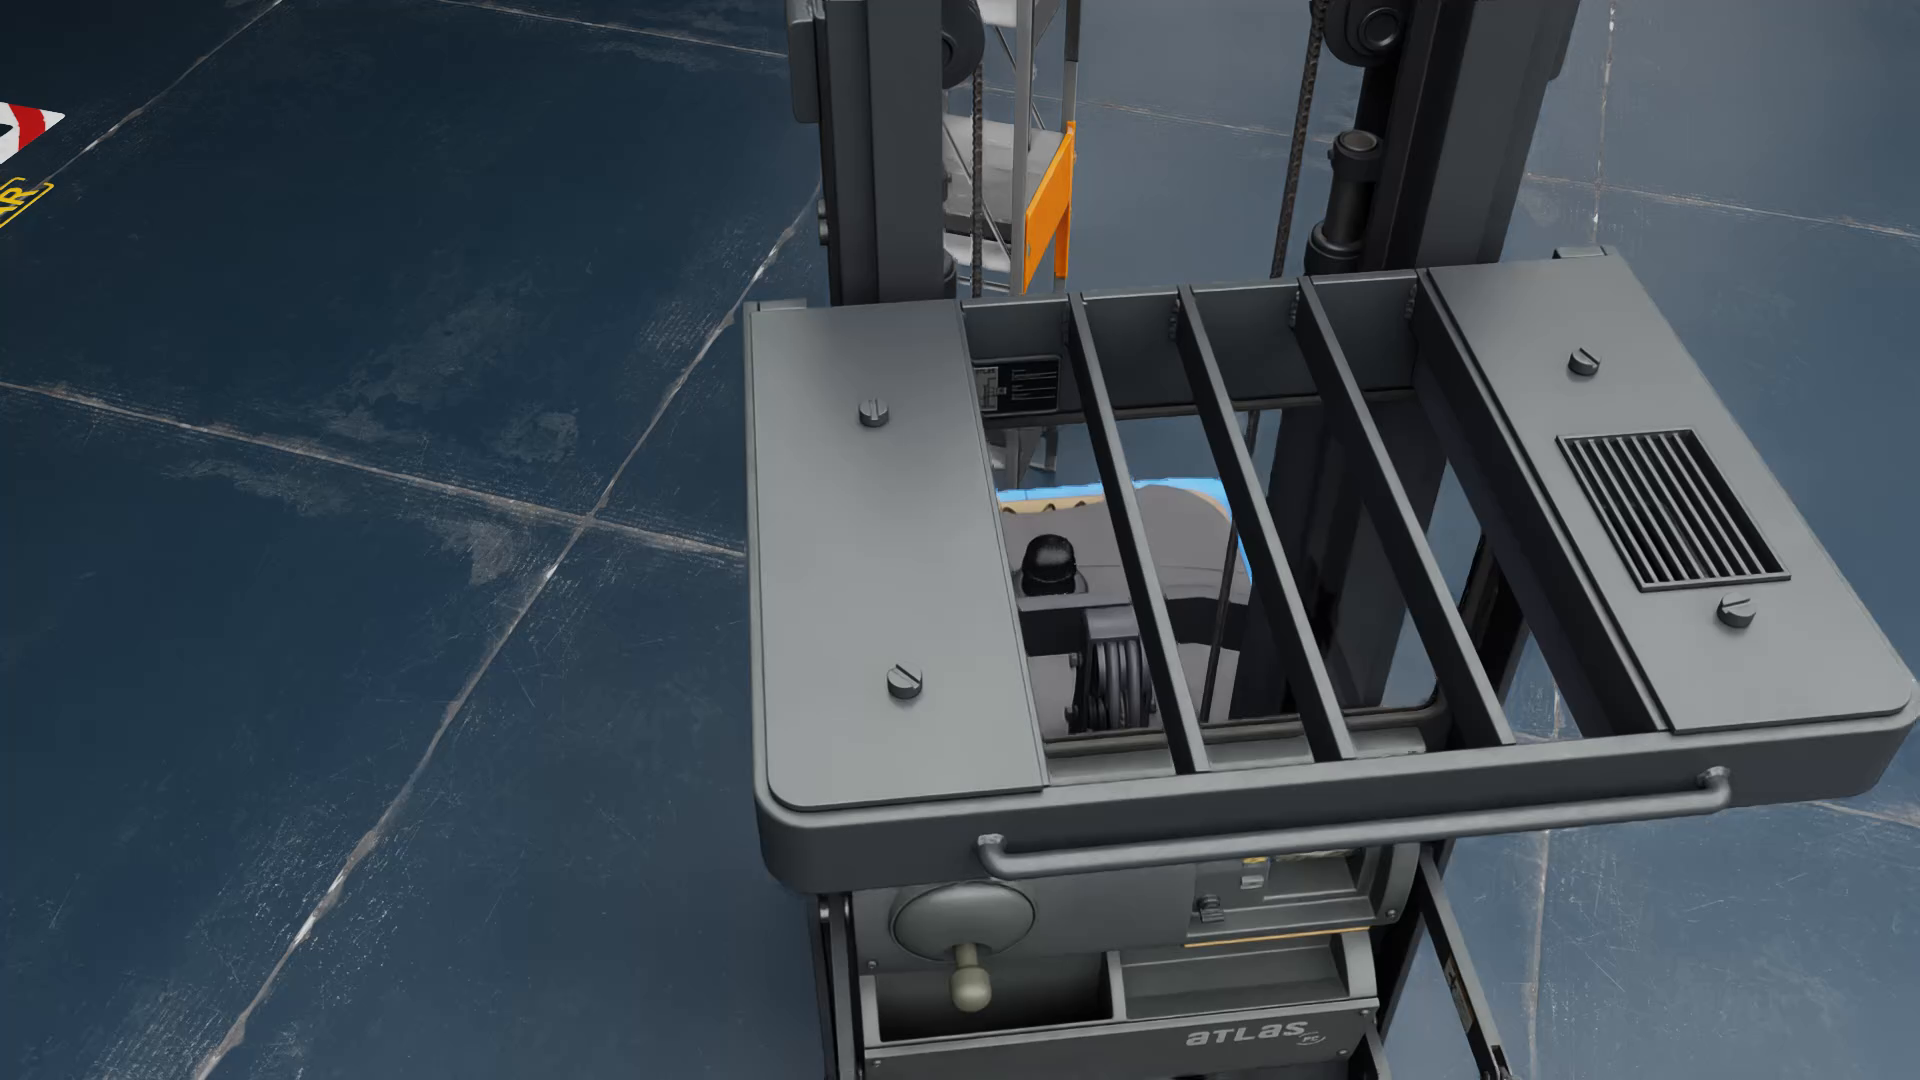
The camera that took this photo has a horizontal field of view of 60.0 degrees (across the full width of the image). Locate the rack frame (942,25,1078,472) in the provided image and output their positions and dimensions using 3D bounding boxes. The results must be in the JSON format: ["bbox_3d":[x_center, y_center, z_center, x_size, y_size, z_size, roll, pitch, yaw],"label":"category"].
[{"bbox_3d":[0.124,-1.023,4.795,0.400,2.100,0.015,13,46,12],"label":"rack frame"}]

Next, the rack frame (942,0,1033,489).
[{"bbox_3d":[-0.024,-0.698,4.462,0.400,2.100,0.015,13,46,12],"label":"rack frame"}]

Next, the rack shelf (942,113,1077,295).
[{"bbox_3d":[0.050,-0.851,4.638,0.431,0.518,0.480,13,46,12],"label":"rack shelf"}]

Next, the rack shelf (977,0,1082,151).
[{"bbox_3d":[0.050,-1.351,4.148,0.431,0.518,0.480,13,46,12],"label":"rack shelf"}]

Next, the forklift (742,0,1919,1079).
[{"bbox_3d":[0.312,0.621,2.520,1.130,2.935,3.031,-4,45,-5],"label":"forklift"}]

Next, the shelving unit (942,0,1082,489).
[{"bbox_3d":[0.050,-0.861,4.628,0.431,2.100,0.503,13,46,12],"label":"shelving unit"}]

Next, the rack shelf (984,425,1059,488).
[{"bbox_3d":[0.050,-0.351,5.128,0.431,0.518,0.480,13,46,12],"label":"rack shelf"}]
